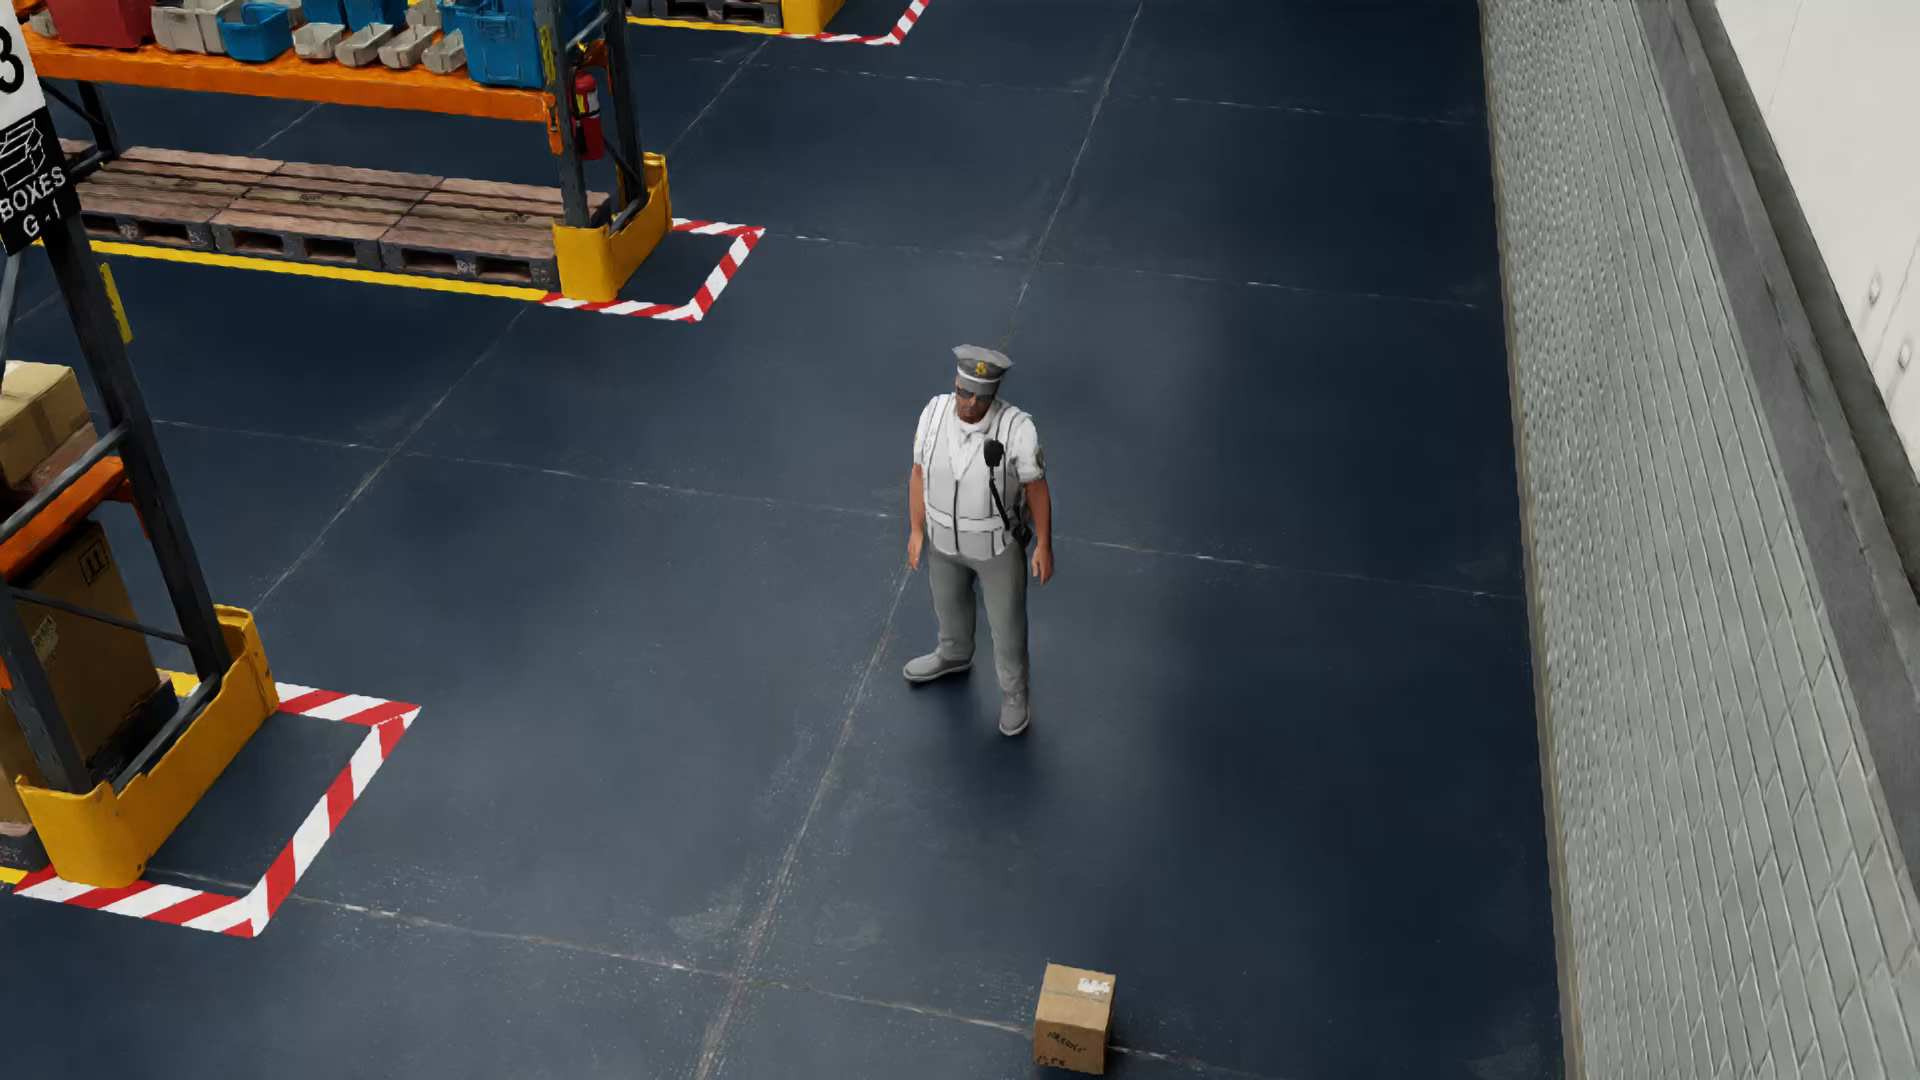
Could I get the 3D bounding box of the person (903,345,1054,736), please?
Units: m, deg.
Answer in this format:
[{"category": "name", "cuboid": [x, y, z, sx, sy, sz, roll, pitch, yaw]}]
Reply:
[{"category": "person", "cuboid": [0.062, -0.022, 6.943, 0.690, 1.770, 0.398, 16, 39, 21]}]
